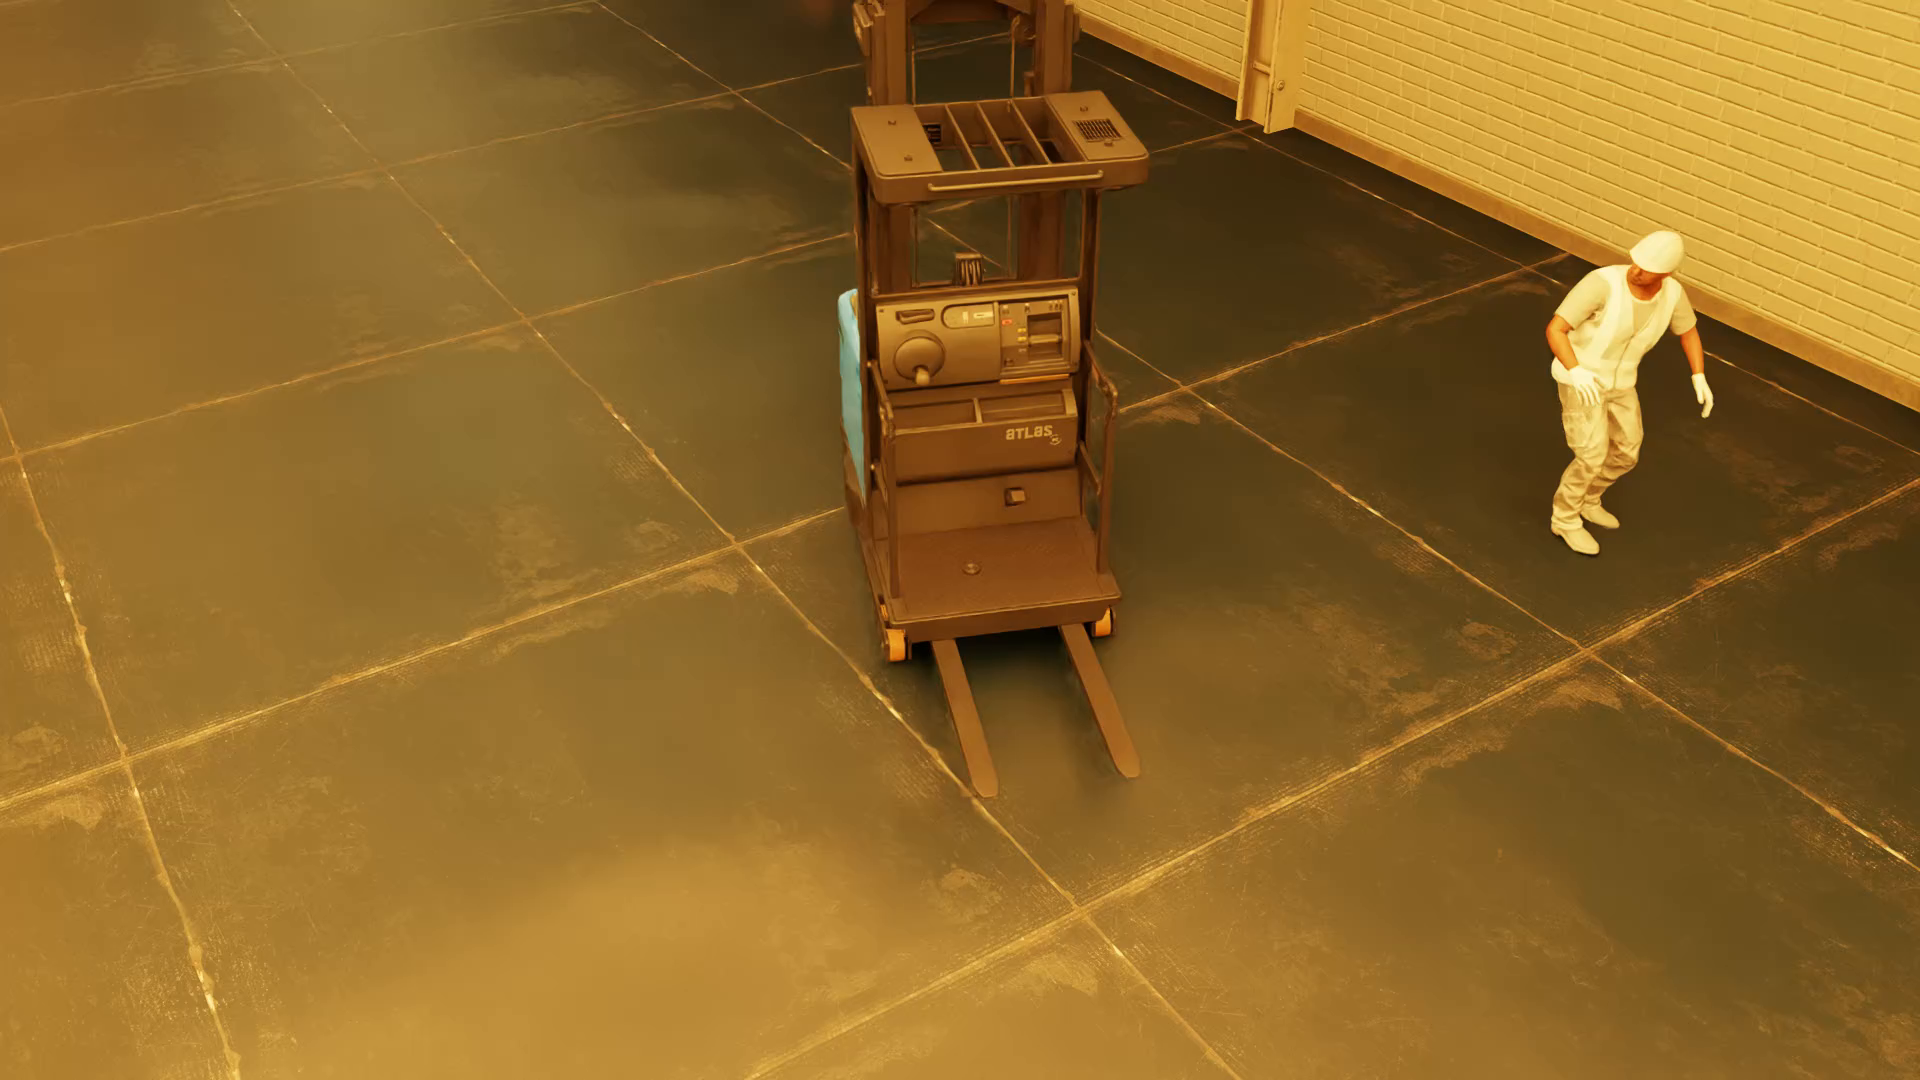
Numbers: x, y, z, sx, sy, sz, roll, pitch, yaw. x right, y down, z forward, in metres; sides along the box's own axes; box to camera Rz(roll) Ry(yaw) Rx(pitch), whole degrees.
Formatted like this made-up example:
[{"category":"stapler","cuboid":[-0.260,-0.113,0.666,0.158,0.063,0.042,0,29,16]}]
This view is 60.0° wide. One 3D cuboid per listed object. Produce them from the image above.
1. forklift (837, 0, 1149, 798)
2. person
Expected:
[{"category":"forklift","cuboid":[0.130,-0.854,7.362,1.130,2.935,3.031,-6,36,-9]},{"category":"person","cuboid":[3.289,-0.746,8.294,0.808,1.723,0.592,-10,36,-14]}]
